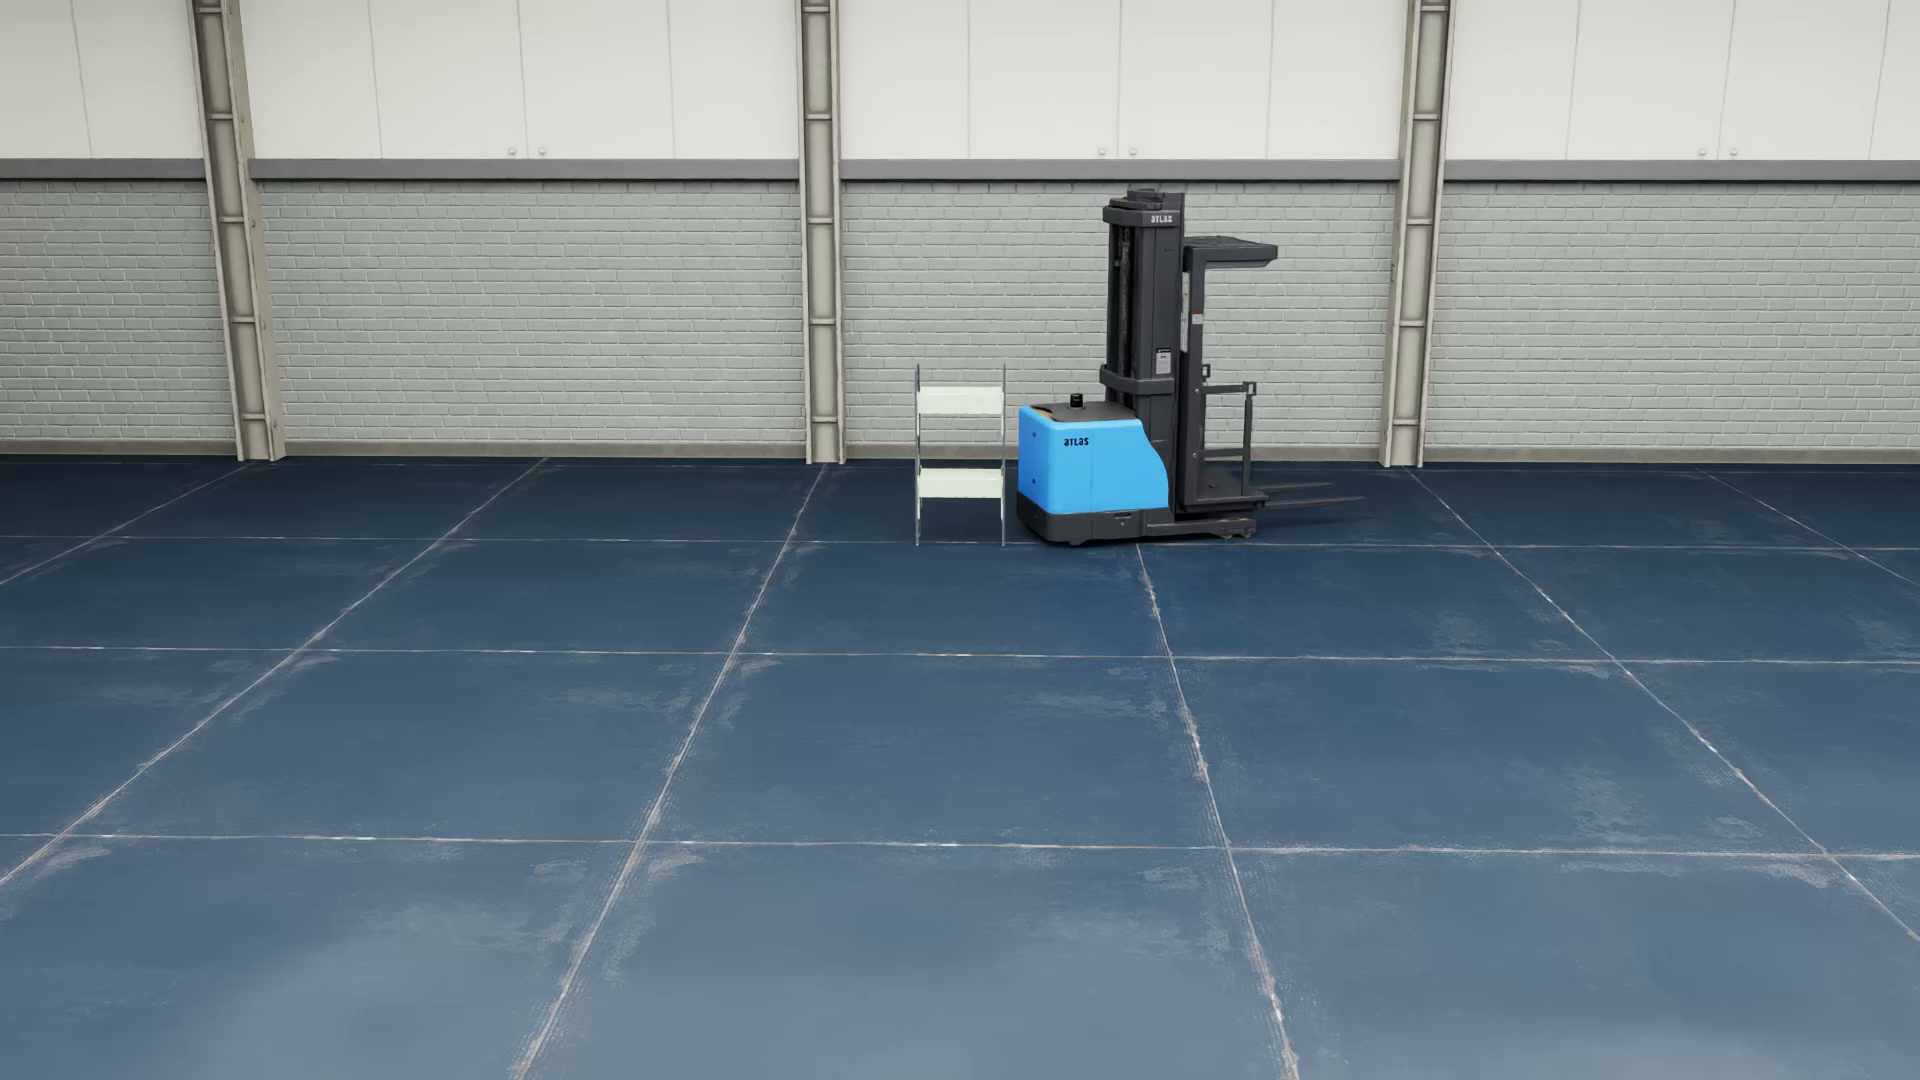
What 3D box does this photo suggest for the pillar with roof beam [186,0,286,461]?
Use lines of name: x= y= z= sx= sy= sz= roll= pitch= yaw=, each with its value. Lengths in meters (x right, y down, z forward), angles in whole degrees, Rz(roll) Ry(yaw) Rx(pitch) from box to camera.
pillar with roof beam: x=-7.512 y=-4.126 z=12.340 sx=0.400 sy=9.000 sz=9.100 roll=0 pitch=15 yaw=1

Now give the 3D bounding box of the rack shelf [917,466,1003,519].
rack shelf: x=0.007 y=-0.410 z=14.232 sx=0.720 sy=0.370 sz=0.431 roll=0 pitch=15 yaw=1

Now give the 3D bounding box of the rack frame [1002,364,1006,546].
rack frame: x=0.373 y=-0.723 z=14.139 sx=0.023 sy=1.500 sz=0.400 roll=0 pitch=15 yaw=1

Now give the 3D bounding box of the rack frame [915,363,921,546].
rack frame: x=-0.359 y=-0.728 z=14.158 sx=0.023 sy=1.500 sz=0.400 roll=0 pitch=15 yaw=1

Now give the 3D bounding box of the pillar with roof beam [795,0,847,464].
pillar with roof beam: x=-1.514 y=-4.087 z=12.192 sx=0.400 sy=9.000 sz=9.100 roll=0 pitch=15 yaw=1

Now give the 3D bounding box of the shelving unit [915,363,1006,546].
shelving unit: x=0.007 y=-0.725 z=14.149 sx=0.755 sy=1.500 sz=0.431 roll=0 pitch=15 yaw=1

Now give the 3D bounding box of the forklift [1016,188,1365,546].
forklift: x=2.079 y=-1.554 z=14.486 sx=3.031 sy=2.935 sz=1.130 roll=-4 pitch=15 yaw=-14

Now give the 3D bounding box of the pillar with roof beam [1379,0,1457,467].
pillar with roof beam: x=4.484 y=-4.048 z=12.043 sx=0.400 sy=9.000 sz=9.100 roll=0 pitch=15 yaw=1

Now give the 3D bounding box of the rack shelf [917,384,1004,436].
rack shelf: x=0.007 y=-1.102 z=14.049 sx=0.720 sy=0.370 sz=0.431 roll=0 pitch=15 yaw=1
